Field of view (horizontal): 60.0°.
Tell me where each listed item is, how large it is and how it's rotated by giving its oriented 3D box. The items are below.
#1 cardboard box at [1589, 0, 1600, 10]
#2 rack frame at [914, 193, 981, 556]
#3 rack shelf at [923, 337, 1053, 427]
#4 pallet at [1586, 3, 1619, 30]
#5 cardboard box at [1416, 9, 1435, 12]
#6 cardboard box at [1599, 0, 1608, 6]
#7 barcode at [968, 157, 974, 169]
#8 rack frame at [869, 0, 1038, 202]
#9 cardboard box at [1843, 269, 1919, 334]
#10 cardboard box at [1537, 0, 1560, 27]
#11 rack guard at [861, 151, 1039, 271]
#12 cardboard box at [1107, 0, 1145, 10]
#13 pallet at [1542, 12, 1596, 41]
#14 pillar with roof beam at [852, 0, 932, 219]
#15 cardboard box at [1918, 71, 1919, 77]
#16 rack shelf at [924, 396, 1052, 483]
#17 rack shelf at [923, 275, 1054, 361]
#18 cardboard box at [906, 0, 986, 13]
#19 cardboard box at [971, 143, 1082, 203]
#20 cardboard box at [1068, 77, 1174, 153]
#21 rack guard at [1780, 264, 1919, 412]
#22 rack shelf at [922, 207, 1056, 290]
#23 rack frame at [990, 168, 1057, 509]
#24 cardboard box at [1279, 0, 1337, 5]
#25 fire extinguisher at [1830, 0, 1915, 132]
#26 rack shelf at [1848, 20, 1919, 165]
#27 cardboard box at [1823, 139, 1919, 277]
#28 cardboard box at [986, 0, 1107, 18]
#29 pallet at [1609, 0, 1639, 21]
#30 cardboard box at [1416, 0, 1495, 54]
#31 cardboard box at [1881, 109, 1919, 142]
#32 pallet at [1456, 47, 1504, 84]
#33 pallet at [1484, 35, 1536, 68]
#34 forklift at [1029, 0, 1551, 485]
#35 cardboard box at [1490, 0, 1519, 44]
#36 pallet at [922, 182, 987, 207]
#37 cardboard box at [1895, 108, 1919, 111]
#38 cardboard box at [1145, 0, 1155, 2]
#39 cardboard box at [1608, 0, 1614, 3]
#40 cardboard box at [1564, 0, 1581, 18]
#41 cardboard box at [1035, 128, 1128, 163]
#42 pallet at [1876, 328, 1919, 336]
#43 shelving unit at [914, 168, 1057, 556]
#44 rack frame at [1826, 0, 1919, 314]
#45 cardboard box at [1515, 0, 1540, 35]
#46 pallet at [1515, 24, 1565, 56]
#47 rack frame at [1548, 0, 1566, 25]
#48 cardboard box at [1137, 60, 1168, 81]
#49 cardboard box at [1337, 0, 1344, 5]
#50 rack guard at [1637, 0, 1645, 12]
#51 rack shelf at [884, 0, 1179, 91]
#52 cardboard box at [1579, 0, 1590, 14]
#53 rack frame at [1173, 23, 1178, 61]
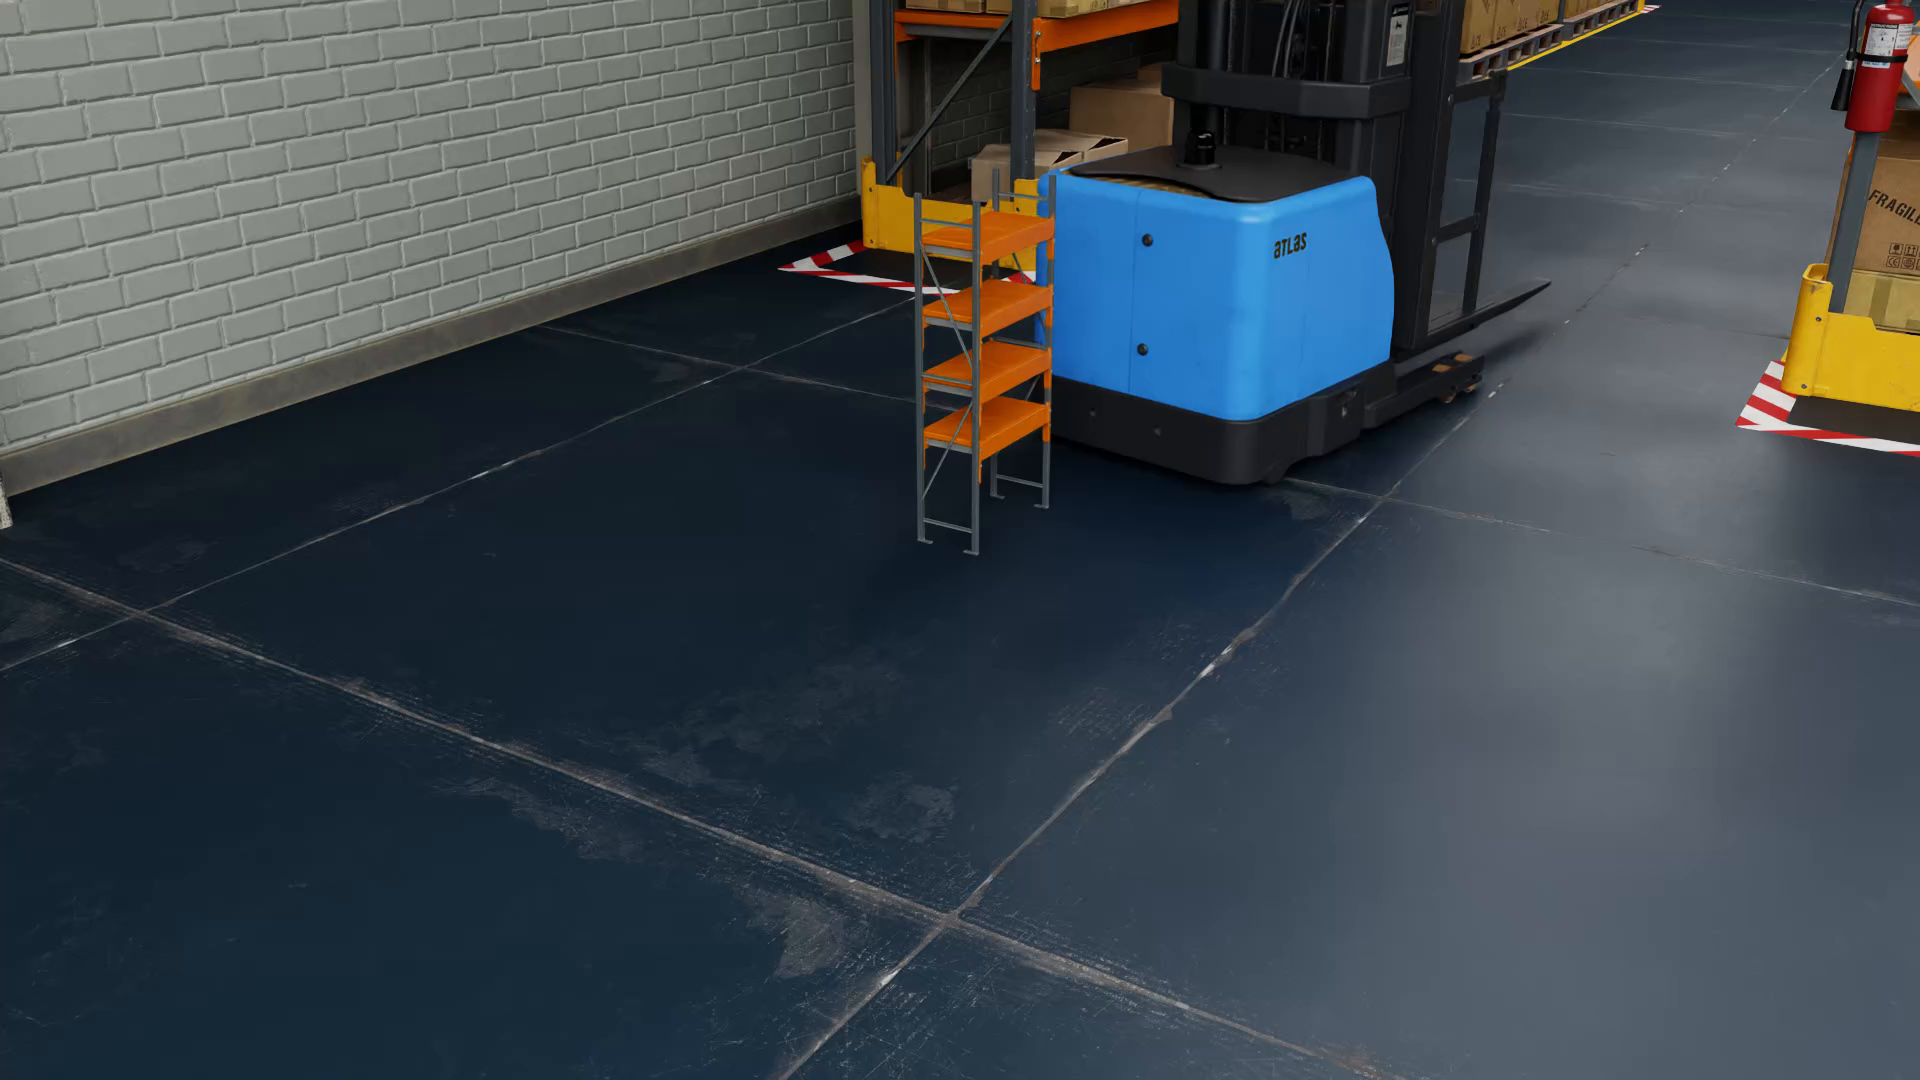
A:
[{"bbox_3d":[7.306,-6.672,20.005,0.700,0.500,0.500,15,27,30],"label":"cardboard box"},{"bbox_3d":[-0.041,-0.524,5.450,0.240,1.200,0.015,14,27,29],"label":"rack frame"},{"bbox_3d":[0.087,-0.545,5.667,0.258,0.148,0.480,14,27,29],"label":"rack shelf"},{"bbox_3d":[7.394,-6.428,20.333,1.003,0.211,1.213,14,27,29],"label":"pallet"},{"bbox_3d":[3.839,-4.505,14.973,0.700,0.500,0.500,14,27,30],"label":"cardboard box"},{"bbox_3d":[7.581,-6.854,20.424,0.700,0.500,0.500,13,27,27],"label":"cardboard box"},{"bbox_3d":[0.065,-2.281,10.062,0.001,0.075,0.075,14,27,29],"label":"barcode"},{"bbox_3d":[-0.046,-3.004,8.914,1.000,3.000,0.127,14,27,29],"label":"rack frame"},{"bbox_3d":[4.197,-1.141,7.543,0.500,0.250,0.500,14,27,29],"label":"cardboard box"},{"bbox_3d":[6.052,-6.014,18.043,0.750,0.750,0.750,14,27,30],"label":"cardboard box"},{"bbox_3d":[-0.006,-1.883,9.469,1.175,0.500,0.348,14,27,29],"label":"rack guard"},{"bbox_3d":[0.743,-3.221,9.578,0.500,0.250,0.500,13,27,27],"label":"cardboard box"},{"bbox_3d":[6.752,-6.015,19.378,1.003,0.211,1.213,14,27,29],"label":"pallet"},{"bbox_3d":[3.246,-5.273,6.602,9.100,9.000,0.400,14,27,29],"label":"pillar with roof beam"},{"bbox_3d":[4.422,-2.168,6.856,0.700,0.500,0.500,14,27,29],"label":"cardboard box"},{"bbox_3d":[0.087,-0.363,5.746,0.258,0.148,0.480,14,27,29],"label":"rack shelf"},{"bbox_3d":[0.087,-0.750,5.579,0.258,0.148,0.480,14,27,29],"label":"rack shelf"},{"bbox_3d":[0.036,-3.143,9.398,0.500,0.250,0.500,14,27,30],"label":"cardboard box"},{"bbox_3d":[0.396,-2.187,9.856,0.500,0.311,0.500,11,26,23],"label":"cardboard box"},{"bbox_3d":[1.126,-2.703,10.811,0.700,0.500,0.500,12,26,26],"label":"cardboard box"},{"bbox_3d":[4.152,-0.812,6.996,1.175,0.500,0.348,14,27,29],"label":"rack guard"},{"bbox_3d":[0.087,-0.967,5.485,0.258,0.148,0.480,14,27,29],"label":"rack shelf"},{"bbox_3d":[0.216,-0.689,5.831,0.240,1.200,0.015,14,27,29],"label":"rack frame"},{"bbox_3d":[2.668,-4.154,13.219,0.500,0.250,0.500,13,27,28],"label":"cardboard box"},{"bbox_3d":[3.708,-1.989,6.667,0.296,0.674,0.183,14,27,29],"label":"fire extinguisher"},{"bbox_3d":[5.220,-2.312,8.221,1.077,0.370,4.000,14,27,29],"label":"rack shelf"},{"bbox_3d":[4.195,-1.486,7.395,0.500,0.500,0.500,14,27,29],"label":"cardboard box"},{"bbox_3d":[0.481,-3.043,9.166,0.500,0.250,0.500,13,27,27],"label":"cardboard box"},{"bbox_3d":[8.039,-6.838,21.281,1.003,0.211,1.213,14,27,29],"label":"pallet"},{"bbox_3d":[4.674,-5.131,16.004,0.750,0.750,0.750,13,27,28],"label":"cardboard box"},{"bbox_3d":[4.710,-1.826,8.181,0.500,0.500,0.500,14,27,29],"label":"cardboard box"},{"bbox_3d":[4.654,-4.675,16.283,1.003,0.211,1.213,14,27,29],"label":"pallet"},{"bbox_3d":[5.298,-5.085,17.230,1.003,0.211,1.213,14,27,29],"label":"pallet"},{"bbox_3d":[1.631,-2.048,6.791,1.130,2.935,3.031,20,30,38],"label":"forklift"},{"bbox_3d":[5.141,-5.425,16.684,0.750,0.750,0.750,14,27,29],"label":"cardboard box"},{"bbox_3d":[0.453,-2.017,10.143,1.003,0.211,1.213,14,27,29],"label":"pallet"},{"bbox_3d":[4.975,-1.995,8.570,0.500,0.500,0.500,14,27,29],"label":"cardboard box"},{"bbox_3d":[1.017,-3.392,9.972,0.500,0.250,0.500,13,27,28],"label":"cardboard box"},{"bbox_3d":[7.846,-7.024,20.817,0.700,0.500,0.500,14,27,29],"label":"cardboard box"},{"bbox_3d":[6.766,-6.331,19.216,0.700,0.500,0.500,14,27,30],"label":"cardboard box"},{"bbox_3d":[0.696,-2.379,10.301,0.500,0.311,0.500,16,28,33],"label":"cardboard box"},{"bbox_3d":[4.533,-0.955,7.689,1.003,0.211,1.213,14,27,29],"label":"pallet"},{"bbox_3d":[0.087,-0.606,5.641,0.258,1.200,0.503,14,27,29],"label":"shelving unit"},{"bbox_3d":[4.165,-1.967,6.519,1.000,3.000,0.127,14,27,29],"label":"rack frame"},{"bbox_3d":[5.585,-5.713,17.349,0.750,0.750,0.750,15,27,31],"label":"cardboard box"},{"bbox_3d":[5.941,-5.498,18.185,1.003,0.211,1.213,14,27,29],"label":"pallet"},{"bbox_3d":[6.284,-7.054,18.269,1.000,3.000,0.127,14,27,29],"label":"rack frame"},{"bbox_3d":[1.551,-3.050,11.613,0.500,0.500,0.500,12,26,25],"label":"cardboard box"},{"bbox_3d":[2.939,-4.331,13.627,0.500,0.250,0.500,13,27,27],"label":"cardboard box"},{"bbox_3d":[8.407,-7.265,21.903,1.175,0.500,0.348,14,27,29],"label":"rack guard"},{"bbox_3d":[1.009,-3.349,10.616,1.077,0.370,4.000,14,27,29],"label":"rack shelf"},{"bbox_3d":[7.034,-6.500,19.606,0.700,0.500,0.500,14,27,28],"label":"cardboard box"},{"bbox_3d":[2.064,-4.354,12.032,1.000,3.000,0.127,14,27,29],"label":"rack frame"}]
